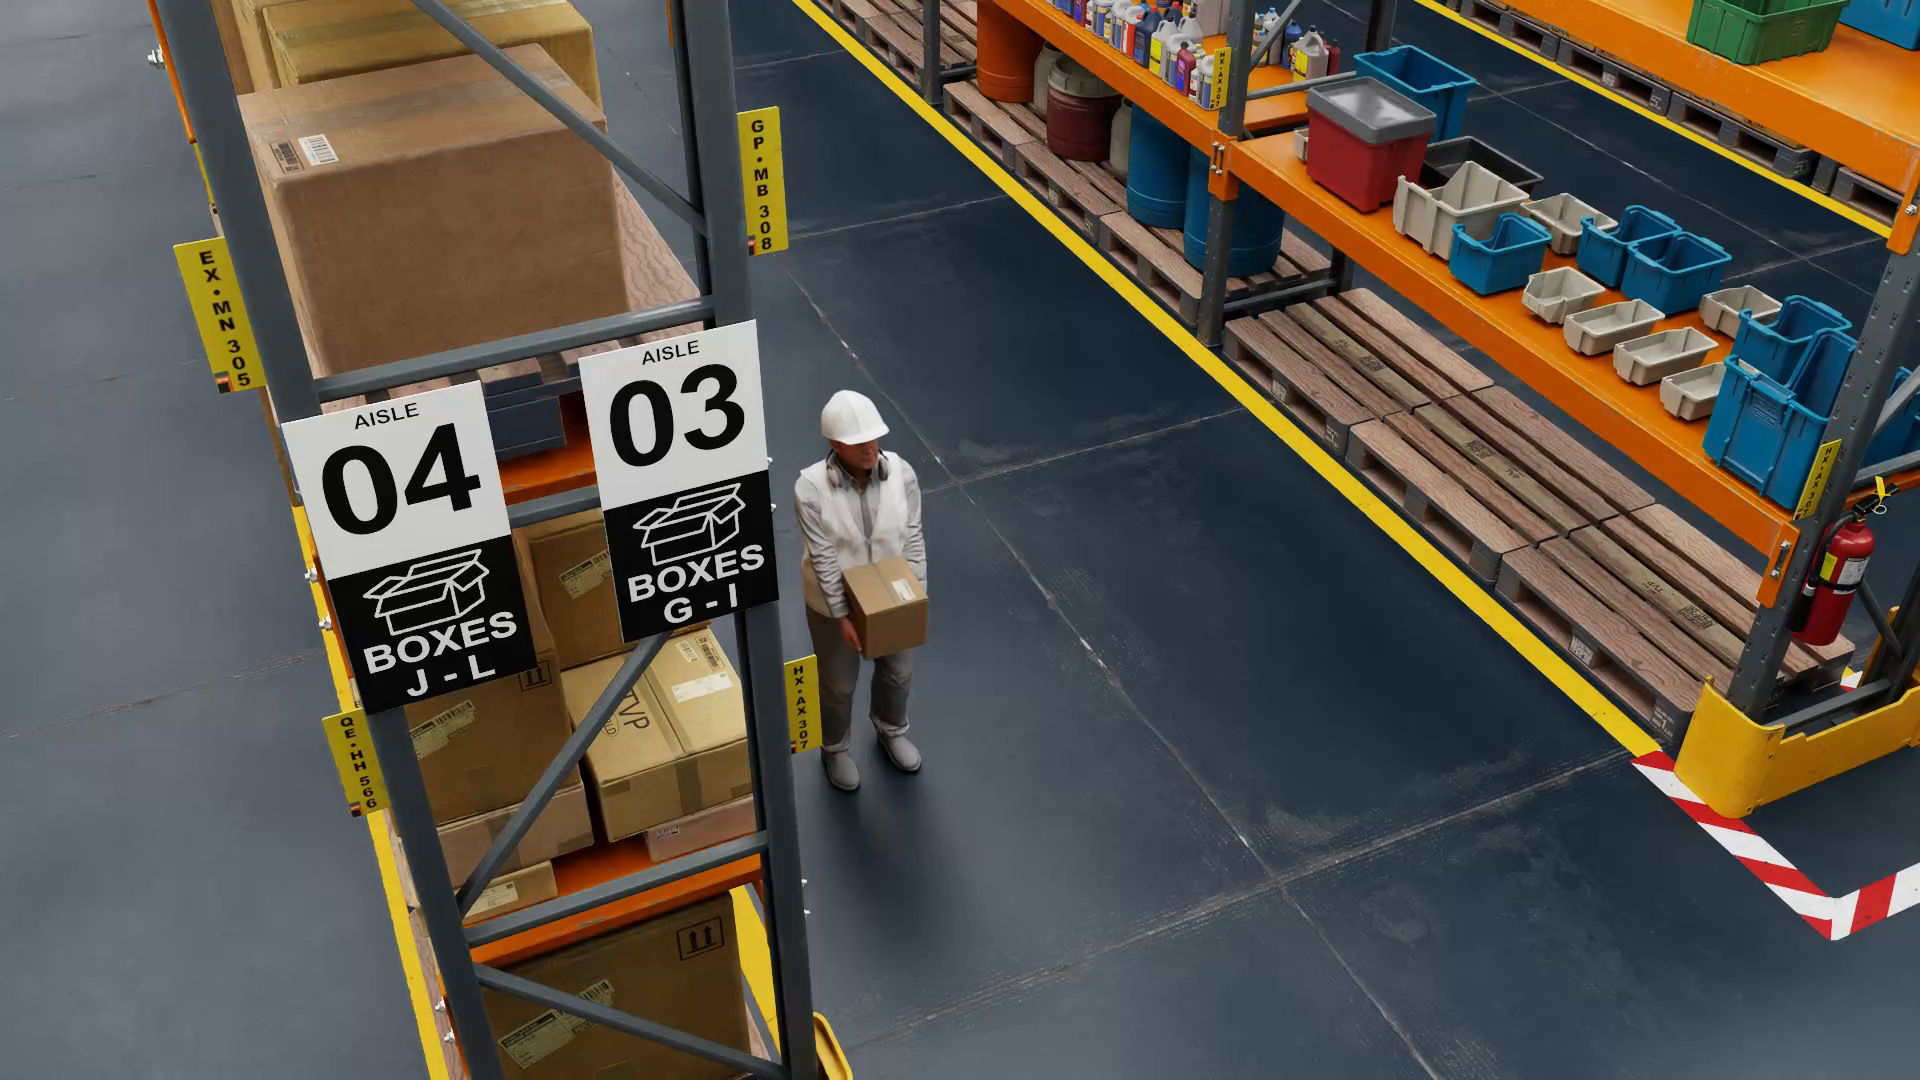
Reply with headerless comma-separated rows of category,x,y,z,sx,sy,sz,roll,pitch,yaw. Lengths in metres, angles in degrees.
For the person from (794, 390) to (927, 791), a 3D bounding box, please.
person,-0.345,0.258,6.499,0.494,1.765,0.546,-15,40,-19
